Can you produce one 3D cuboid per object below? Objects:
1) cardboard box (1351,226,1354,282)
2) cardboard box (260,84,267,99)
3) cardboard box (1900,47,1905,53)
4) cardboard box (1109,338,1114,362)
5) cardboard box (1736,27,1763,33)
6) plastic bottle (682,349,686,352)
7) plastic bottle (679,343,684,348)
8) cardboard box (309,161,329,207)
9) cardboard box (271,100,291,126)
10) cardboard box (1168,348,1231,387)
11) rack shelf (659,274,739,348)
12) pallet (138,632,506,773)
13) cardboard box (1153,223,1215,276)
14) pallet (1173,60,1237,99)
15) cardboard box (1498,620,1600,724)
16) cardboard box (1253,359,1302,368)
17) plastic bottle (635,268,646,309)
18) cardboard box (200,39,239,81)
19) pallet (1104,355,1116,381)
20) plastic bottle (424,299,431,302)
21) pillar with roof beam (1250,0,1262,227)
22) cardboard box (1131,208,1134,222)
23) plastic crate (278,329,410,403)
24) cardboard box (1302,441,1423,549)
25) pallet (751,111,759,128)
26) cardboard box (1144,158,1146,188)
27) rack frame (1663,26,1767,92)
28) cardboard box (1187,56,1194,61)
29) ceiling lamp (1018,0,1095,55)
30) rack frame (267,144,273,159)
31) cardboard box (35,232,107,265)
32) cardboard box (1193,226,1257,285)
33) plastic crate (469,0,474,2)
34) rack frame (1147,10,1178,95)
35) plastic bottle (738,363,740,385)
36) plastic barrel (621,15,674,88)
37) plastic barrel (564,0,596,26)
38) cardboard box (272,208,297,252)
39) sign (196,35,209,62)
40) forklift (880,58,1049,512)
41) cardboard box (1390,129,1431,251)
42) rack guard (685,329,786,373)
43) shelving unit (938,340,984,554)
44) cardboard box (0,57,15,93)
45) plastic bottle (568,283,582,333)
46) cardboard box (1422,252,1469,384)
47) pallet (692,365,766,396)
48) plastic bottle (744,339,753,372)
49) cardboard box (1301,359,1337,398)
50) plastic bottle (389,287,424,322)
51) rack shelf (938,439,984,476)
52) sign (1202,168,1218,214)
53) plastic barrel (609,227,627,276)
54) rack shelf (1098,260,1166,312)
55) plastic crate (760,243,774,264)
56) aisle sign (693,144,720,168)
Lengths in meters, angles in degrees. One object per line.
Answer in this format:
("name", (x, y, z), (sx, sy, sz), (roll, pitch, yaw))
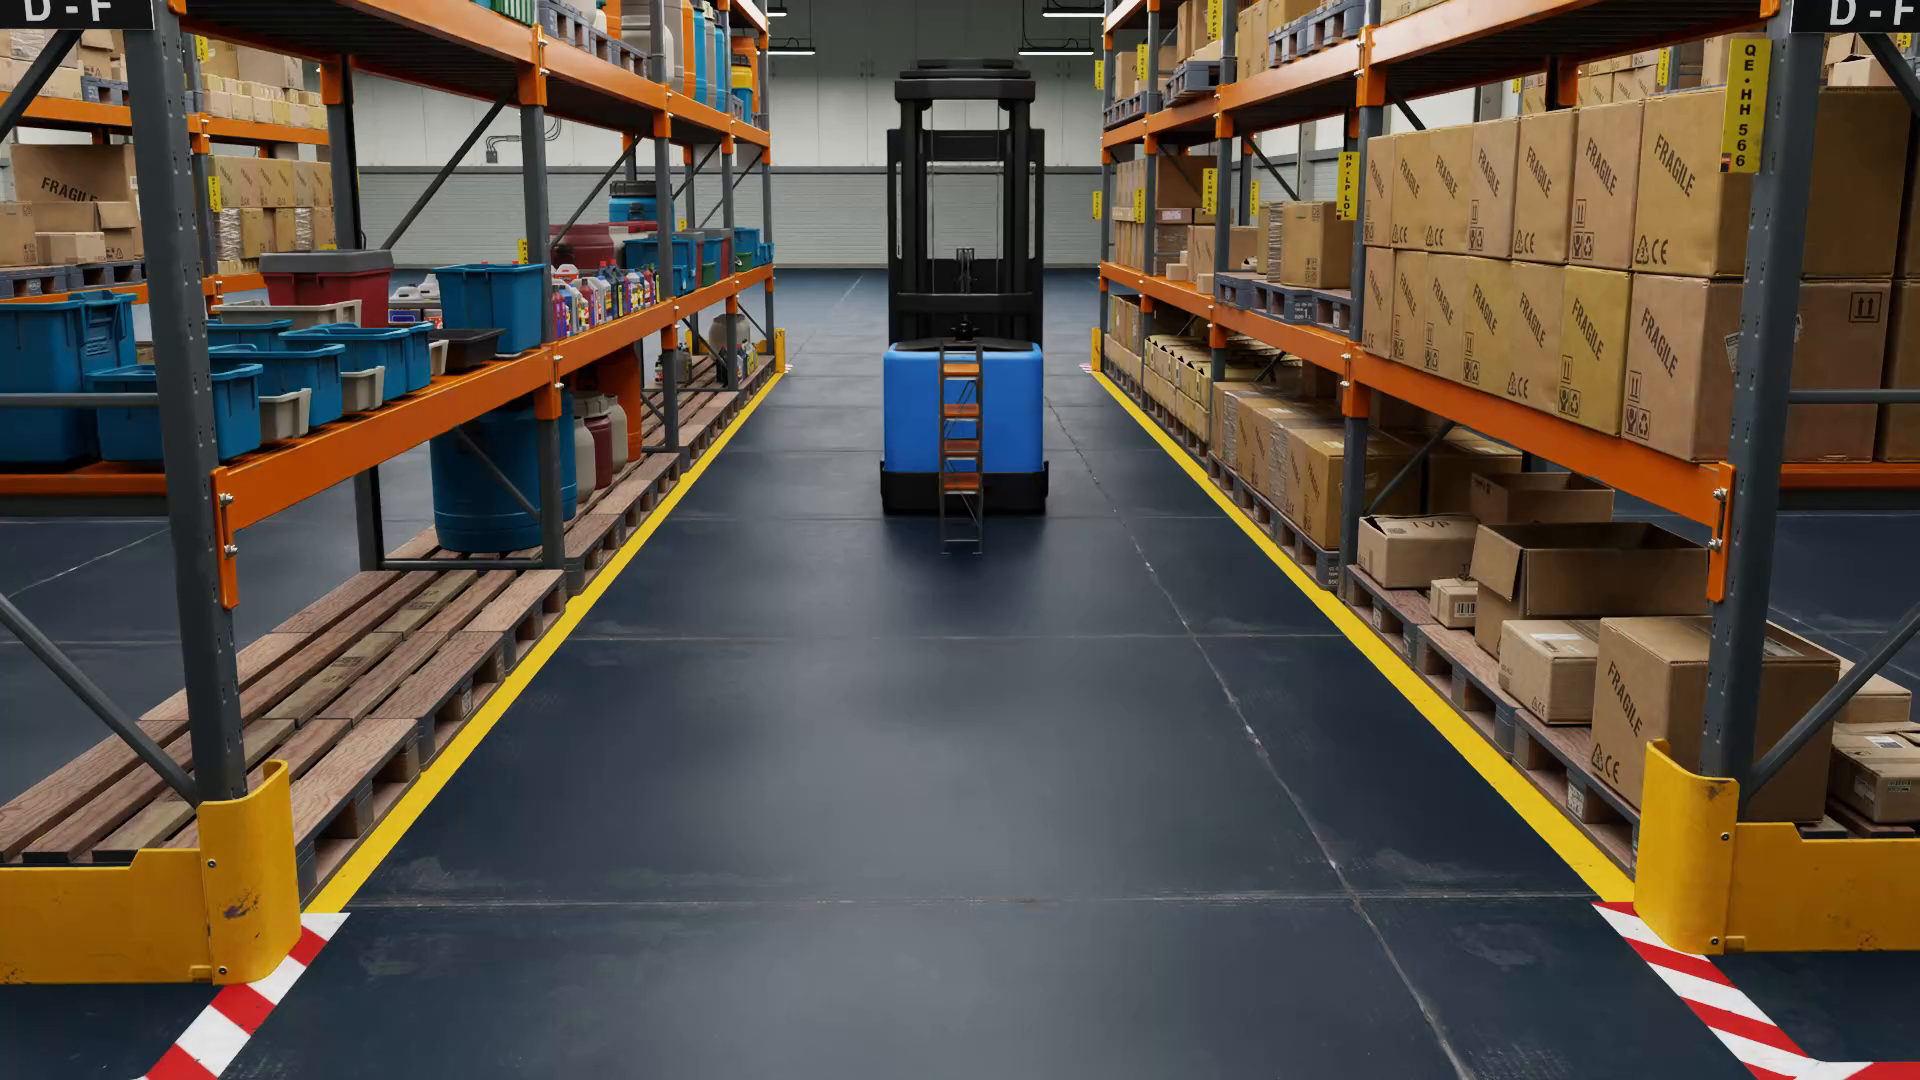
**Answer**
("cardboard box", (2.582, -1.647, 9.326), (0.700, 0.500, 0.500), (2, 12, 8))
("cardboard box", (-7.387, -4.628, 17.156), (0.380, 0.149, 0.250), (0, 11, -2))
("cardboard box", (7.531, -3.650, 12.659), (0.500, 0.500, 0.500), (0, 11, -1))
("cardboard box", (2.000, -2.197, 19.206), (0.500, 0.250, 0.500), (0, 11, -1))
("cardboard box", (7.508, -4.890, 16.255), (0.500, 0.500, 0.500), (0, 11, 0))
("plastic bottle", (-2.882, -1.850, 17.361), (0.061, 0.283, 0.133), (0, 11, -1))
("plastic bottle", (-3.042, -2.004, 18.119), (0.061, 0.283, 0.133), (0, 11, 0))
("cardboard box", (-7.432, -3.983, 18.634), (0.500, 0.500, 0.500), (0, 11, -1))
("cardboard box", (-7.412, -4.507, 17.562), (0.500, 0.250, 0.500), (0, 11, -2))
("cardboard box", (2.073, -1.495, 14.334), (0.500, 0.311, 0.500), (0, 11, 0))
("rack shelf", (-2.631, -1.981, 14.090), (1.077, 0.370, 4.000), (0, 11, -1))
("pallet", (-2.425, 0.615, 6.499), (1.003, 0.211, 1.213), (0, 11, -1))
("cardboard box", (2.265, -2.888, 16.499), (0.700, 0.500, 0.500), (-1, 11, -3))
("pallet", (2.259, -3.468, 12.539), (1.213, 0.211, 1.003), (0, 11, 1))
("cardboard box", (2.281, 0.470, 6.006), (0.500, 0.250, 0.500), (0, 11, -1))
("cardboard box", (2.626, -1.299, 13.365), (0.500, 0.311, 0.500), (-1, 11, -3))
("plastic bottle", (-2.162, -1.687, 11.153), (0.097, 0.271, 0.097), (0, 11, 0))
("cardboard box", (-7.946, -5.120, 17.949), (0.500, 0.500, 0.500), (0, 11, -1))
("pallet", (2.255, -2.028, 19.523), (1.003, 0.211, 1.213), (0, 11, -1))
("plastic bottle", (-2.810, -1.170, 8.784), (0.097, 0.201, 0.097), (0, 11, 0))
("pillar with roof beam", (3.229, -11.125, 42.262), (9.100, 9.000, 0.548), (0, 11, -1))
("cardboard box", (2.027, -3.476, 17.767), (0.380, 0.149, 0.250), (0, 11, 1))
("plastic crate", (-2.127, -0.605, 5.769), (0.416, 0.233, 0.300), (0, 11, -1))
("cardboard box", (2.149, -0.248, 8.919), (0.500, 0.500, 0.500), (0, 11, -1))
("pallet", (-2.835, -4.739, 18.805), (1.003, 0.211, 1.213), (0, 11, -1))
("cardboard box", (2.253, -3.624, 16.865), (0.700, 0.500, 0.500), (0, 11, -1))
("rack frame", (7.233, -5.712, 15.582), (1.000, 3.000, 0.127), (0, 11, -1))
("cardboard box", (2.297, -4.122, 14.608), (0.500, 0.250, 0.500), (-1, 12, -7))
("ceiling lamp", (2.530, -14.407, 43.761), (2.000, 3.185, 0.800), (0, 11, -1))
("rack frame", (-7.707, -3.506, 19.797), (1.000, 3.000, 0.127), (0, 11, -1))
("cardboard box", (-7.346, -2.382, 13.578), (0.500, 0.250, 0.500), (-1, 11, -3))
("cardboard box", (2.301, -2.443, 14.305), (0.500, 0.500, 0.500), (0, 11, -1))
("plastic crate", (-2.100, -2.231, 6.629), (0.293, 0.136, 0.466), (0, 11, -1))
("rack frame", (2.280, -5.691, 15.478), (1.000, 3.000, 0.127), (0, 11, -1))
("plastic bottle", (-2.240, -1.675, 16.527), (0.097, 0.271, 0.097), (0, 11, 0))
("plastic barrel", (-2.290, -3.524, 12.060), (0.421, 0.512, 0.421), (0, 11, 0))
("plastic barrel", (-2.402, -3.327, 9.971), (0.433, 0.535, 0.433), (0, 11, 0))
("cardboard box", (-7.627, -3.294, 17.750), (0.875, 0.500, 0.500), (0, 11, -1))
("sign", (-7.069, -4.630, 15.504), (0.100, 0.325, 0.005), (0, 11, -1))
("forklift", (0.044, -1.863, 11.872), (1.130, 2.935, 3.031), (0, 11, 1))
("cardboard box", (2.185, -1.502, 7.154), (0.500, 0.500, 0.500), (-1, 11, -3))
("rack guard", (-2.706, -2.287, 20.072), (1.175, 0.500, 0.348), (0, 11, -1))
("shelving unit", (0.003, -0.555, 9.778), (0.258, 1.200, 0.503), (0, 11, -1))
("cardboard box", (-7.297, -3.407, 12.141), (0.500, 0.250, 0.500), (0, 11, 0))
("plastic bottle", (-2.118, -1.268, 9.086), (0.097, 0.271, 0.097), (0, 11, 0))
("cardboard box", (2.205, -0.906, 6.729), (0.500, 0.500, 0.500), (0, 11, -1))
("pallet", (-2.673, -1.742, 18.113), (1.003, 0.211, 1.213), (0, 11, -1))
("plastic bottle", (-2.290, -1.970, 17.781), (0.144, 0.351, 0.185), (0, 11, 1))
("cardboard box", (2.622, -1.118, 11.319), (0.500, 0.250, 0.500), (0, 11, 1))
("plastic bottle", (-2.838, -1.157, 8.531), (0.152, 0.276, 0.135), (0, 11, -1))
("rack shelf", (0.003, -0.489, 9.791), (0.258, 0.148, 0.480), (0, 11, -1))
("sign", (1.808, -2.520, 12.026), (0.100, 0.325, 0.005), (0, 11, -1))
("plastic barrel", (-2.824, -2.195, 13.051), (0.421, 0.512, 0.421), (0, 11, 0))
("rack shelf", (2.239, -2.796, 18.106), (1.077, 0.370, 4.000), (0, 11, -1))
("plastic crate", (-2.445, -3.355, 19.428), (0.499, 0.251, 0.616), (0, 11, -1))
("aisle sign", (-3.049, -4.814, 19.703), (0.394, 0.787, 0.004), (0, 11, -1))
